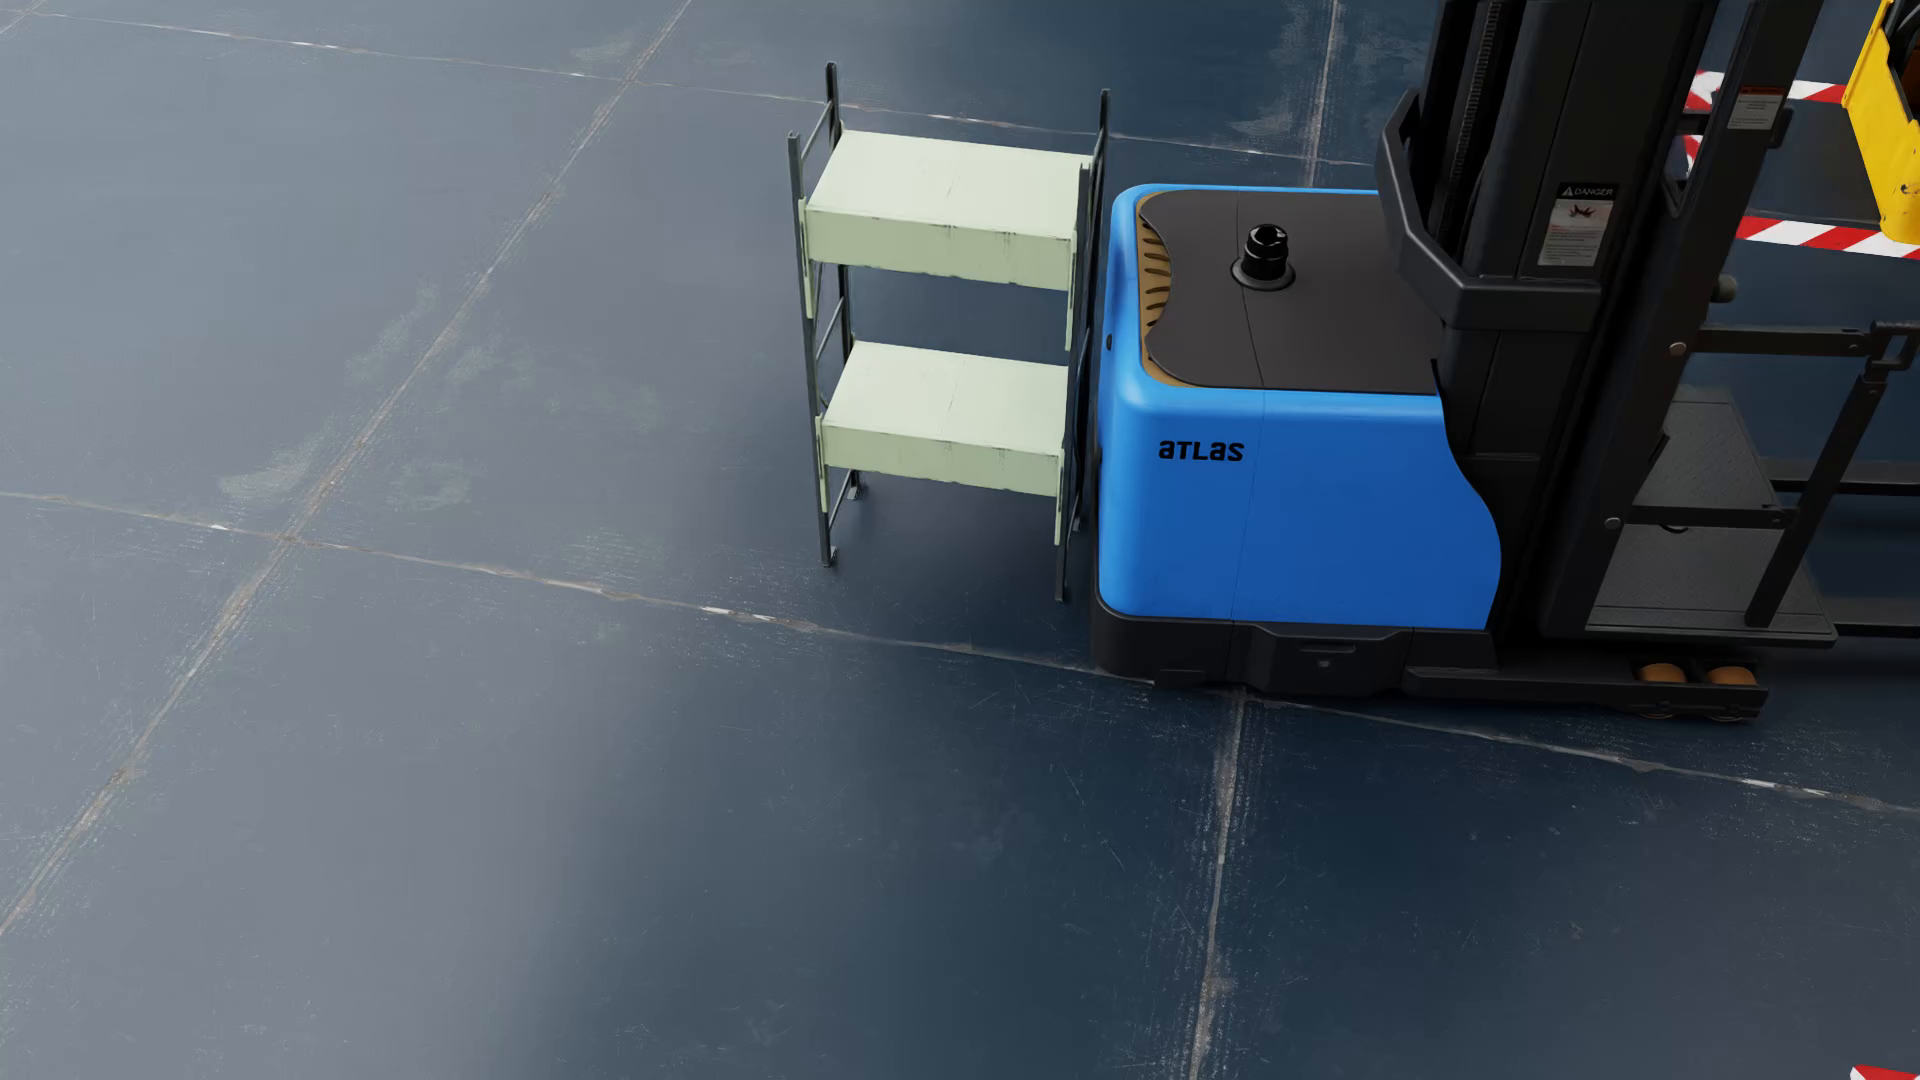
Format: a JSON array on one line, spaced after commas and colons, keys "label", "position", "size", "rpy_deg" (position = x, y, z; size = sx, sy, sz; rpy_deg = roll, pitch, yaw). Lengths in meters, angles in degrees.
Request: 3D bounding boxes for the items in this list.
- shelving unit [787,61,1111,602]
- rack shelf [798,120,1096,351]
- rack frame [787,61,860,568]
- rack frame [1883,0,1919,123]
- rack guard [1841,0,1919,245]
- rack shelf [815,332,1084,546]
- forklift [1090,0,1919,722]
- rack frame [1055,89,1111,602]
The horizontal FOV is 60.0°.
[{"label": "shelving unit", "position": [-0.019, -0.541, 4.730], "size": [0.755, 1.500, 0.431], "rpy_deg": [8, 44, 8]}, {"label": "rack shelf", "position": [-0.019, -0.822, 4.460], "size": [0.720, 0.370, 0.431], "rpy_deg": [8, 44, 8]}, {"label": "rack frame", "position": [-0.378, -0.592, 4.783], "size": [0.023, 1.500, 0.400], "rpy_deg": [8, 44, 8]}, {"label": "rack frame", "position": [3.814, -2.622, 5.812], "size": [0.127, 3.000, 1.000], "rpy_deg": [9, 45, 9]}, {"label": "rack guard", "position": [3.888, -1.710, 6.666], "size": [0.348, 0.500, 1.175], "rpy_deg": [9, 45, 9]}, {"label": "rack shelf", "position": [-0.019, -0.306, 4.956], "size": [0.720, 0.370, 0.431], "rpy_deg": [8, 44, 8]}, {"label": "forklift", "position": [1.913, -0.923, 4.095], "size": [3.031, 2.935, 1.130], "rpy_deg": [2, 44, 2]}, {"label": "rack frame", "position": [0.339, -0.490, 4.677], "size": [0.023, 1.500, 0.400], "rpy_deg": [8, 44, 8]}]
